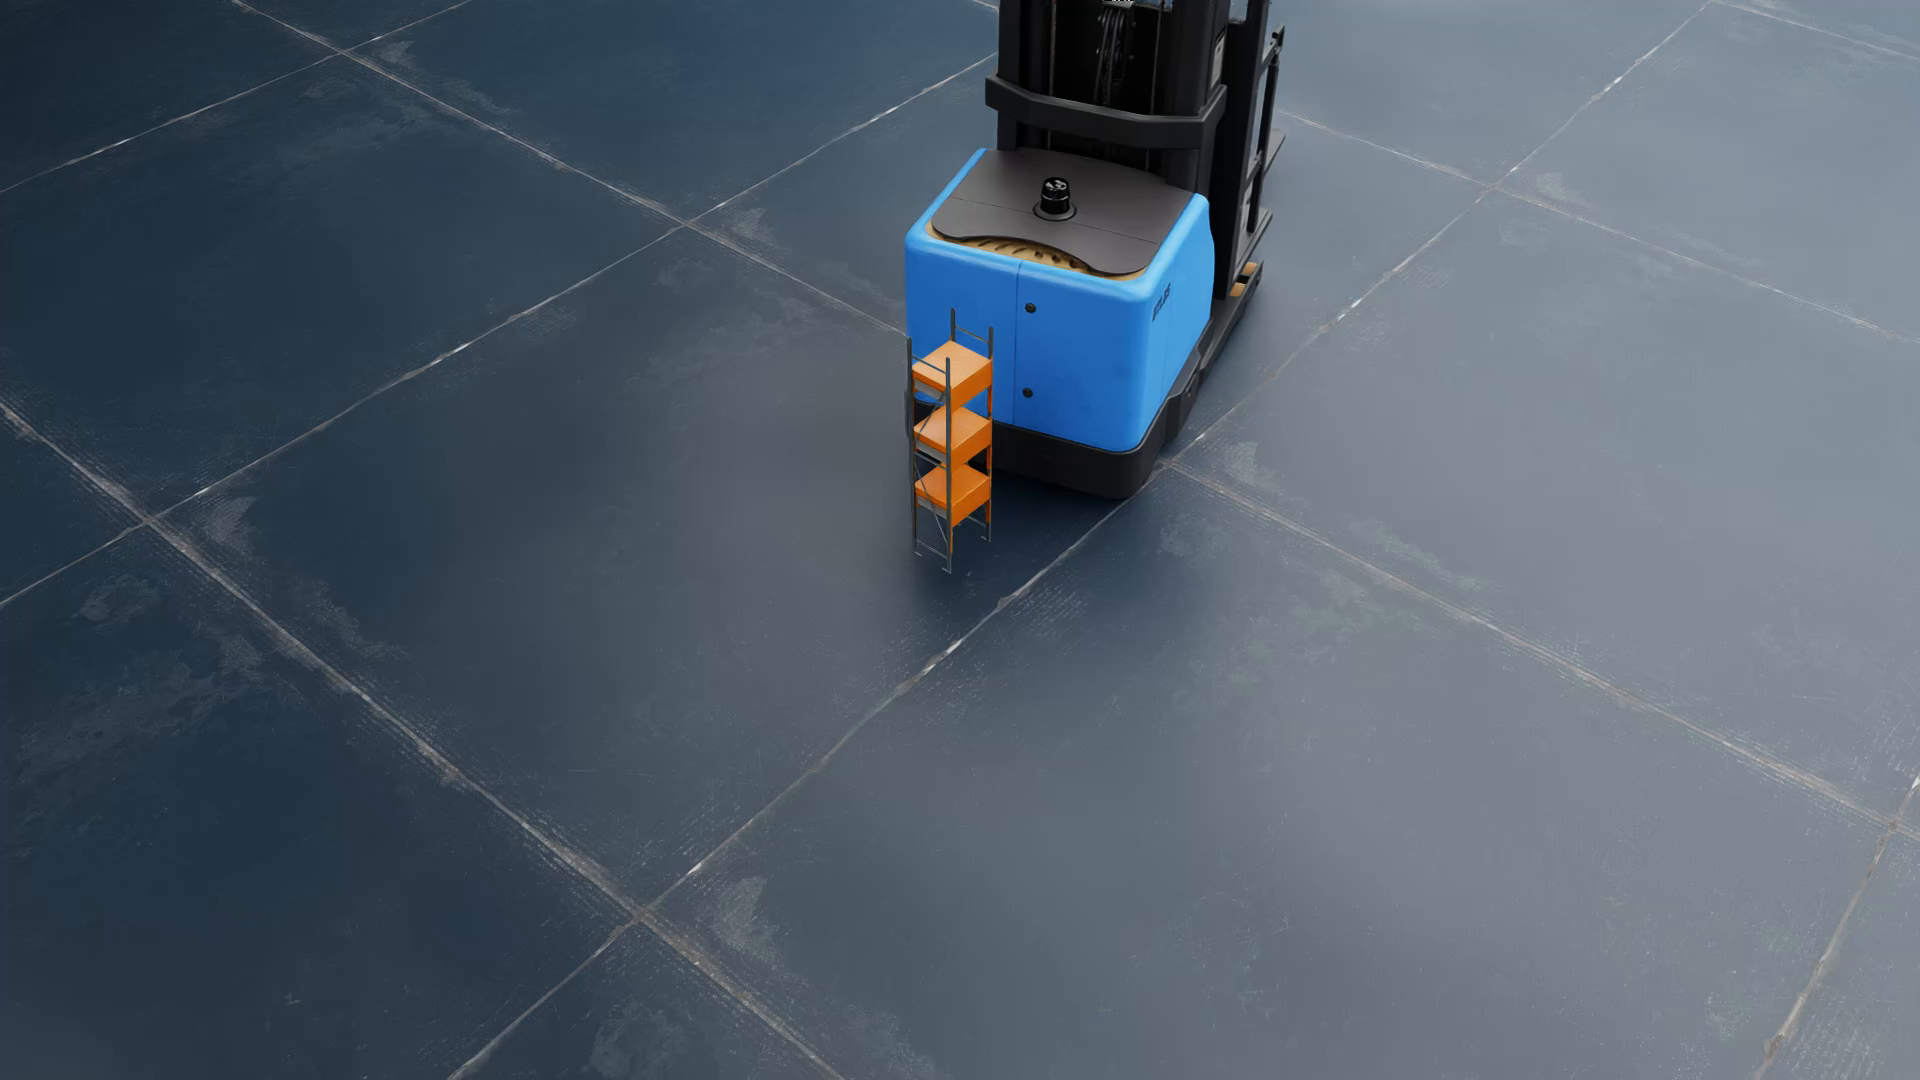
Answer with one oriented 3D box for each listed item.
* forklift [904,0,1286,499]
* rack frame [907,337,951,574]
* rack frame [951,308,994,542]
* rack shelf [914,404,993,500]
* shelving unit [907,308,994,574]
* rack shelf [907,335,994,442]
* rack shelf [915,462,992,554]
[{"bbox_3d":[0.814,-2.250,7.046,1.130,2.935,3.031,16,45,17],"label":"forklift"},{"bbox_3d":[-0.113,-0.298,6.297,0.200,1.050,0.008,29,50,28],"label":"rack frame"},{"bbox_3d":[0.044,-0.424,6.436,0.200,1.050,0.008,29,50,28],"label":"rack frame"},{"bbox_3d":[-0.034,-0.353,6.374,0.215,0.259,0.240,29,50,28],"label":"rack shelf"},{"bbox_3d":[-0.034,-0.361,6.367,0.215,1.050,0.252,29,50,28],"label":"shelving unit"},{"bbox_3d":[-0.034,-0.563,6.183,0.215,0.259,0.240,29,50,28],"label":"rack shelf"},{"bbox_3d":[-0.034,-0.147,6.561,0.215,0.259,0.240,29,50,28],"label":"rack shelf"}]
